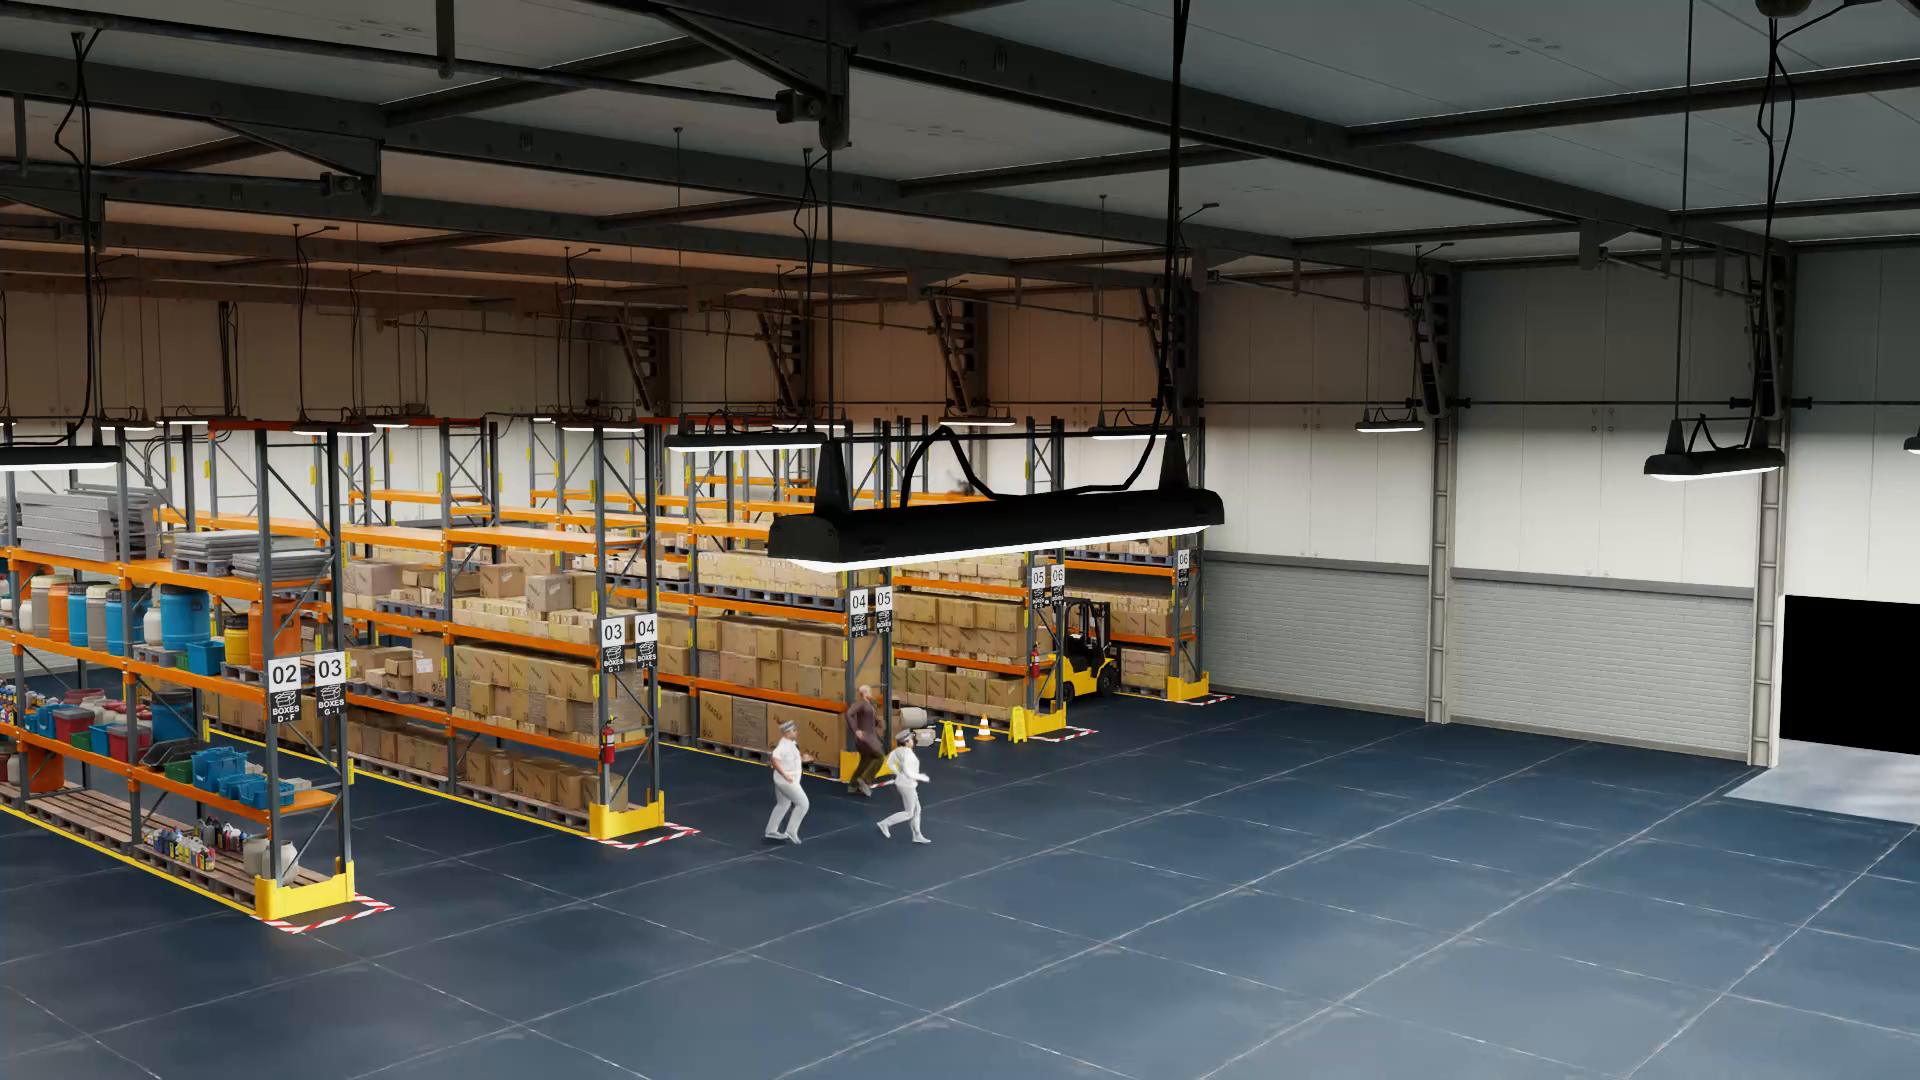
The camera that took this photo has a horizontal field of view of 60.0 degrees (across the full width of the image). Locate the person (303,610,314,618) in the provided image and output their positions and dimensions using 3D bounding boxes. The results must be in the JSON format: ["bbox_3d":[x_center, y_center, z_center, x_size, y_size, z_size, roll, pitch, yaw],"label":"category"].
[{"bbox_3d":[-14.658,2.369,37.462,0.732,1.728,0.607,-4,6,-39],"label":"person"}]

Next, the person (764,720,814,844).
[{"bbox_3d":[-2.434,3.486,23.862,0.700,1.832,0.650,-1,5,-12],"label":"person"}]

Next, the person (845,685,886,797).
[{"bbox_3d":[-1.507,3.234,26.896,0.638,1.770,0.727,0,5,3],"label":"person"}]

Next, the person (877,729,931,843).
[{"bbox_3d":[-0.809,3.537,23.743,0.822,1.688,0.617,-2,5,-20],"label":"person"}]
